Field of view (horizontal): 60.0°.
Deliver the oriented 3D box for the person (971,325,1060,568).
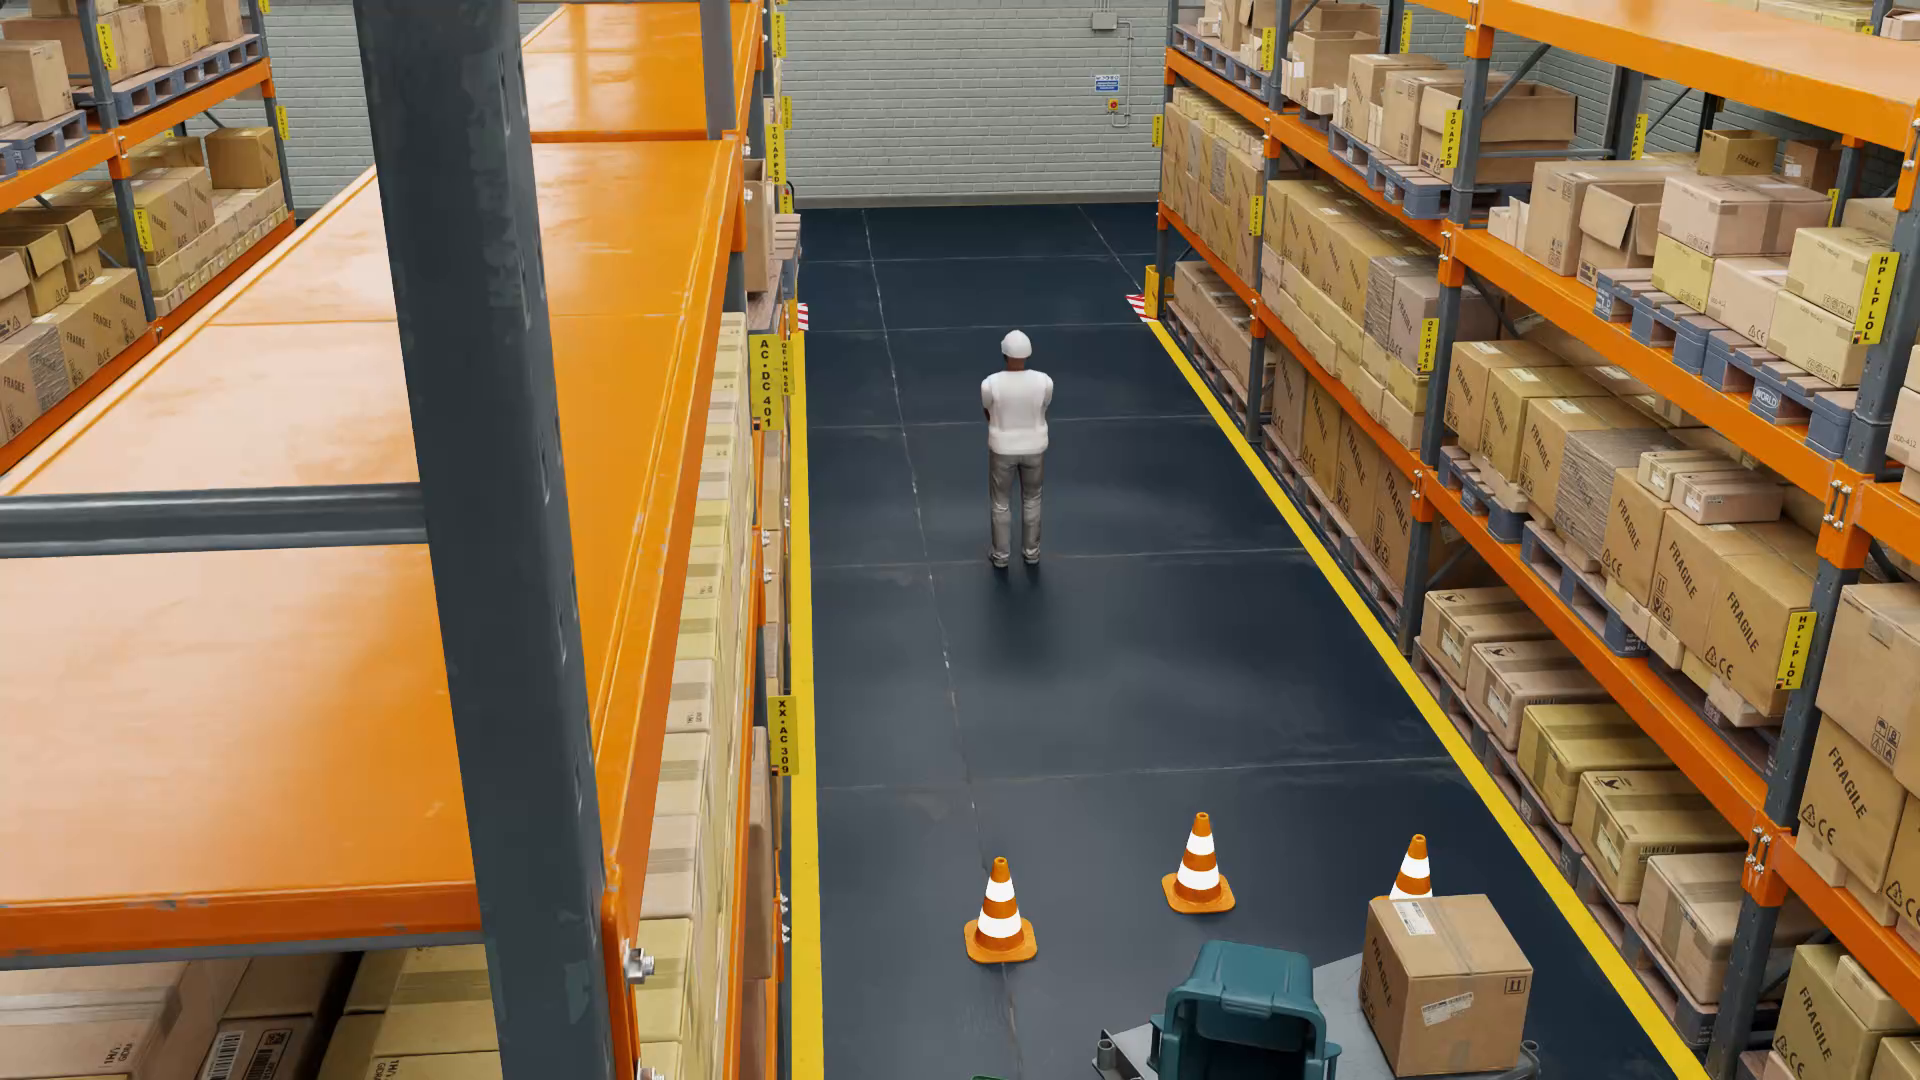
[{"bbox_3d":[0.392,-0.658,11.810,0.633,1.760,0.463,-3,24,-6],"label":"person"}]
